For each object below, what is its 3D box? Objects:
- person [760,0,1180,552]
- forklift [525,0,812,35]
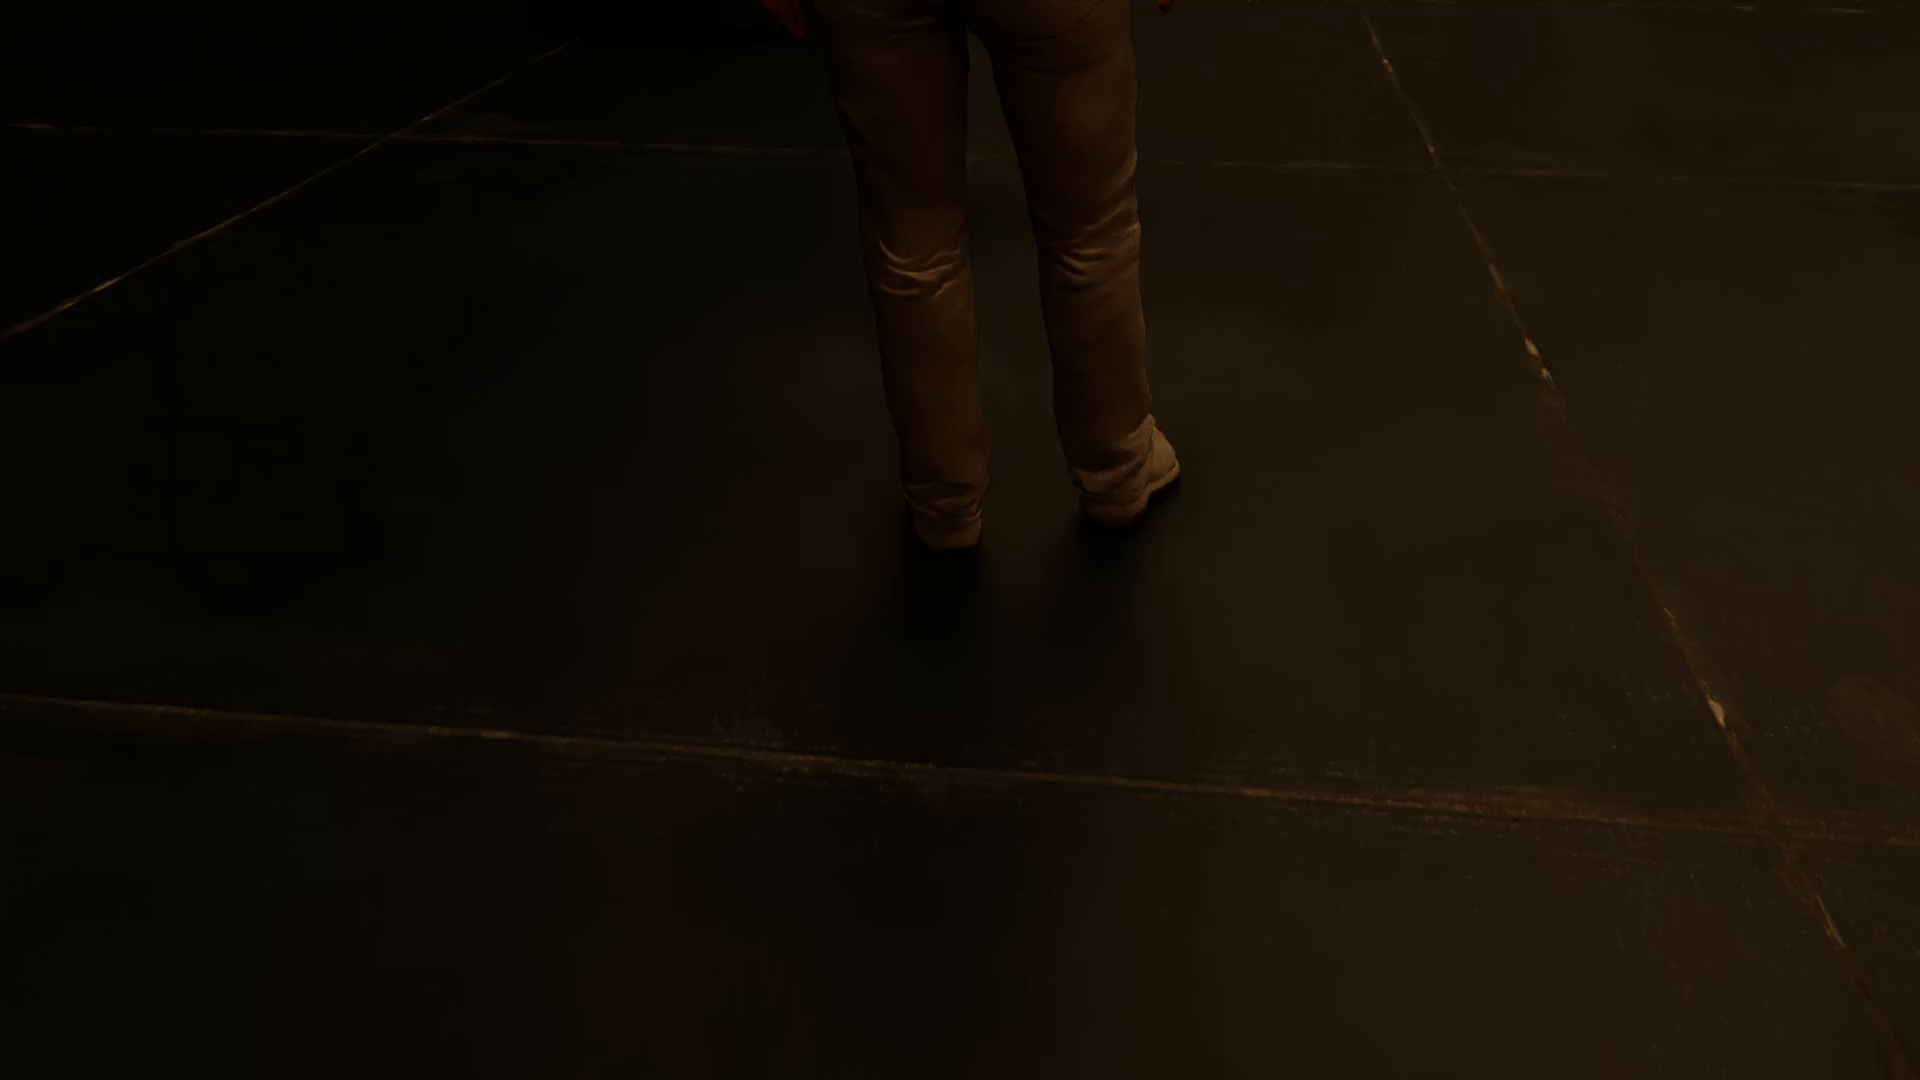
[{"bbox_3d":[0.016,-0.828,2.155,0.632,1.773,0.567,3,27,7],"label":"person"},{"bbox_3d":[-0.568,-3.803,6.840,1.130,2.935,3.031,13,29,24],"label":"forklift"}]
